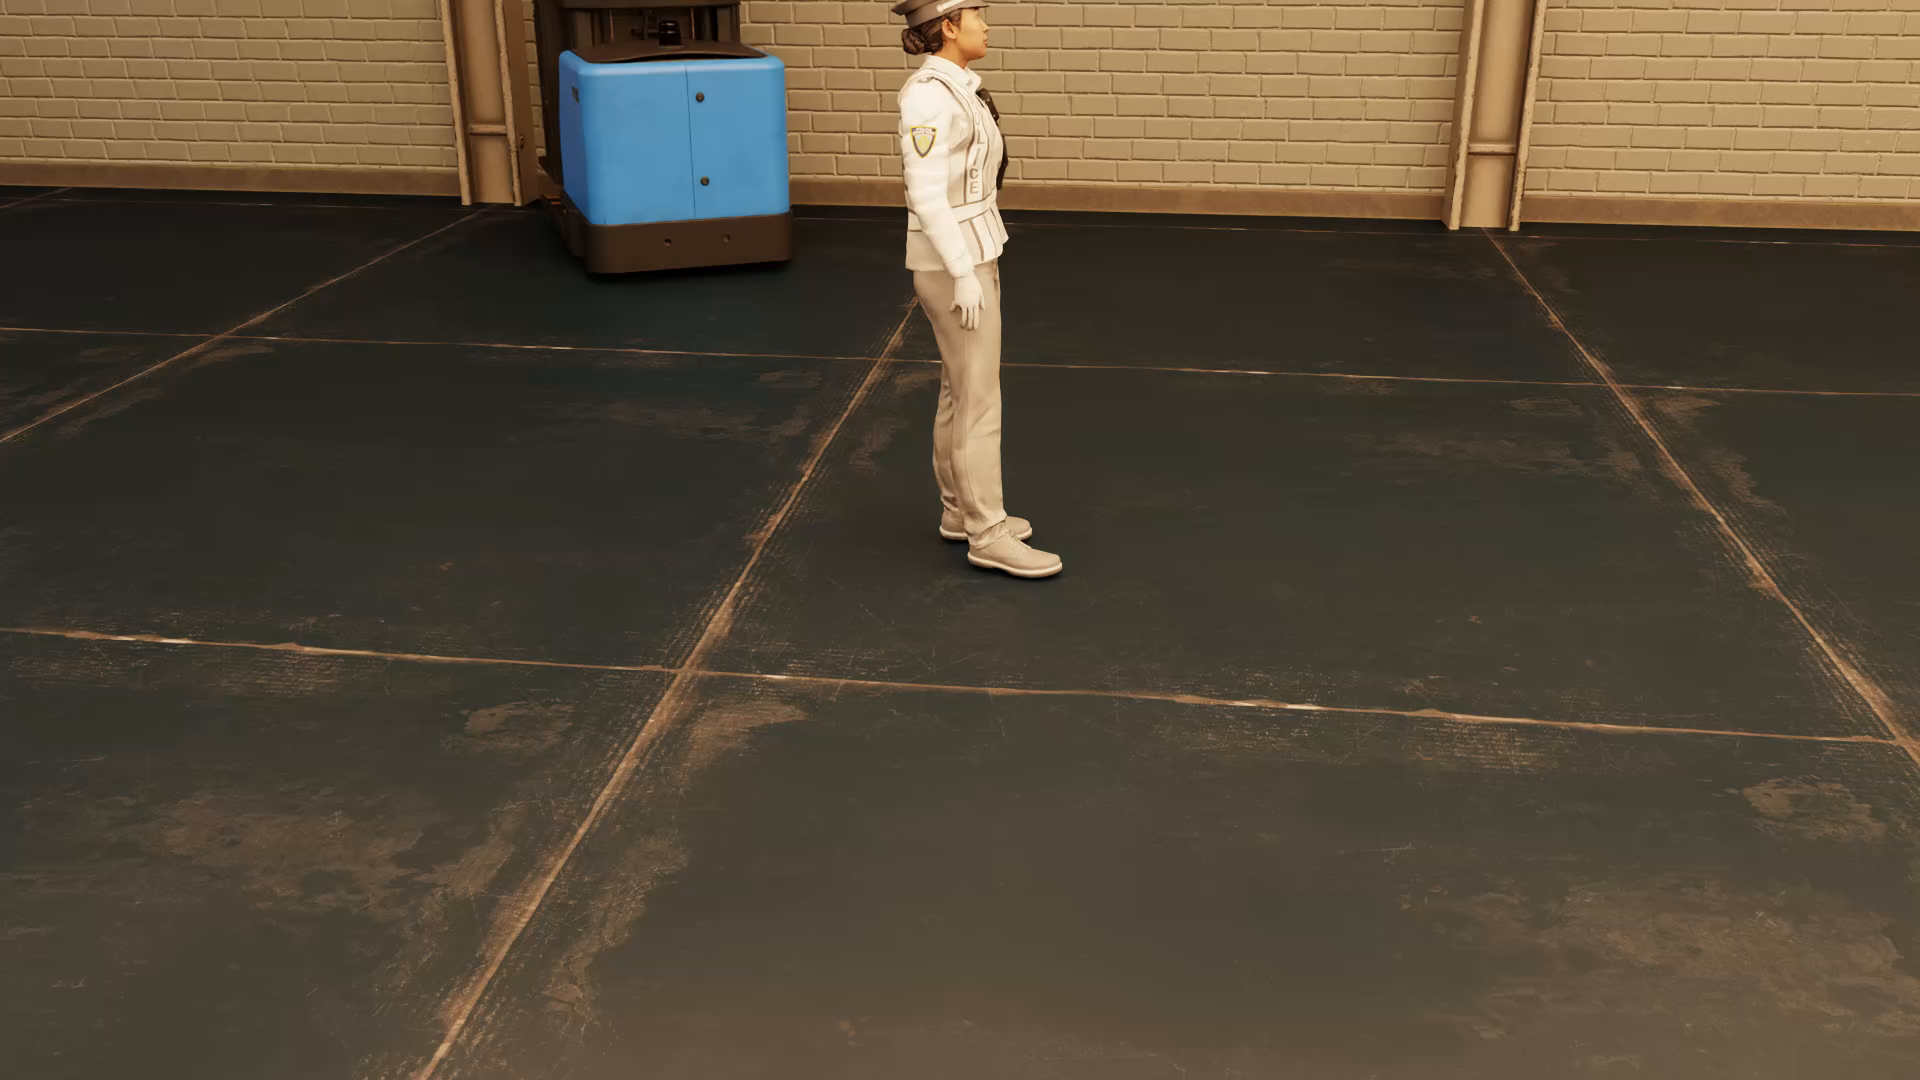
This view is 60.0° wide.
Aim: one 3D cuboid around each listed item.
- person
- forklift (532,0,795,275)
[{"bbox_3d":[0.067,-0.787,4.844,0.531,1.695,0.587,3,22,7],"label":"person"},{"bbox_3d":[-1.835,-3.205,9.213,1.130,2.935,3.031,-8,23,-18],"label":"forklift"}]
